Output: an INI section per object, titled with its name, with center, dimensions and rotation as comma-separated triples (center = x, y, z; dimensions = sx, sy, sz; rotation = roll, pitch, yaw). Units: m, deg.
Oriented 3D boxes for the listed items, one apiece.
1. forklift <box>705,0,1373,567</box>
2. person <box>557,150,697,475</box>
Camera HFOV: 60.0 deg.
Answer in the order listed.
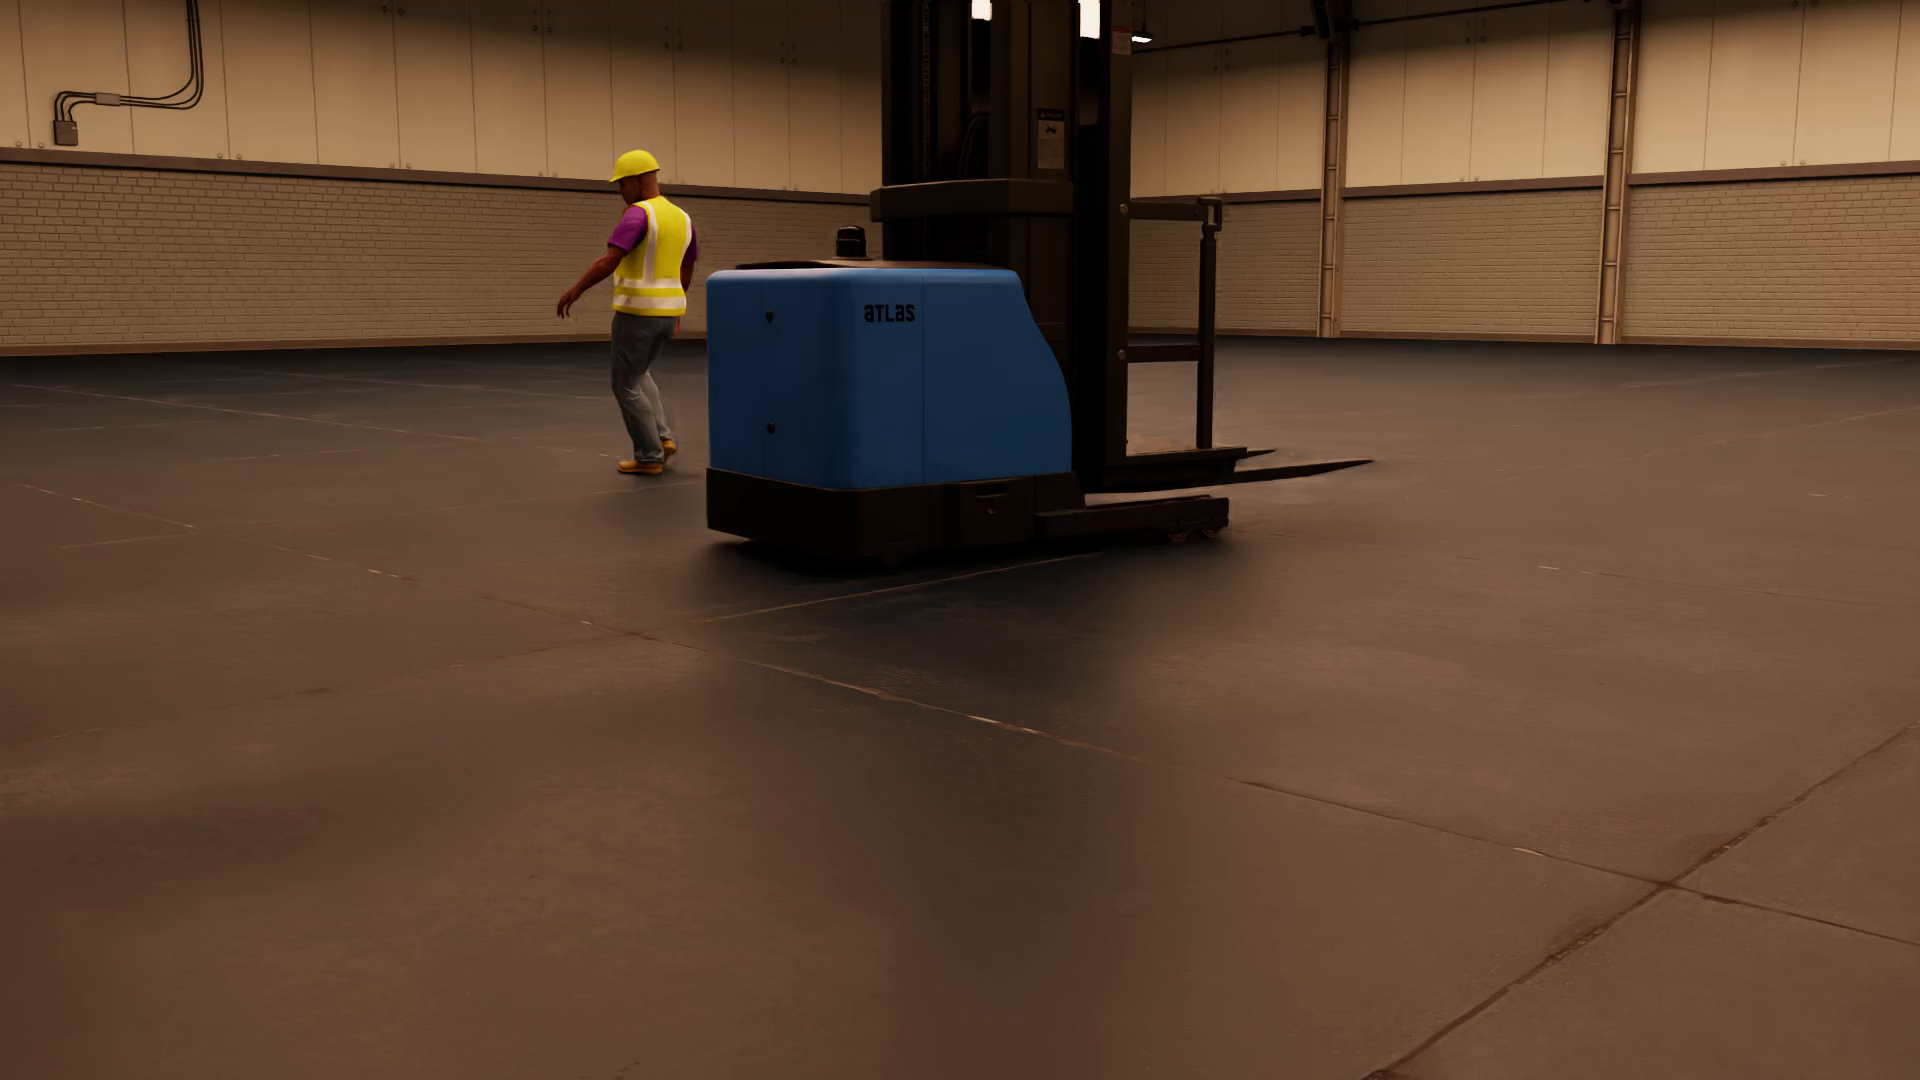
[forklift]
center = 0.490, -1.504, 6.860
dimensions = 3.031, 2.935, 1.130
rotation = -6, 11, -36
[person]
center = -1.766, -1.217, 9.064
dimensions = 0.501, 1.774, 0.918
rotation = 5, 10, 29
